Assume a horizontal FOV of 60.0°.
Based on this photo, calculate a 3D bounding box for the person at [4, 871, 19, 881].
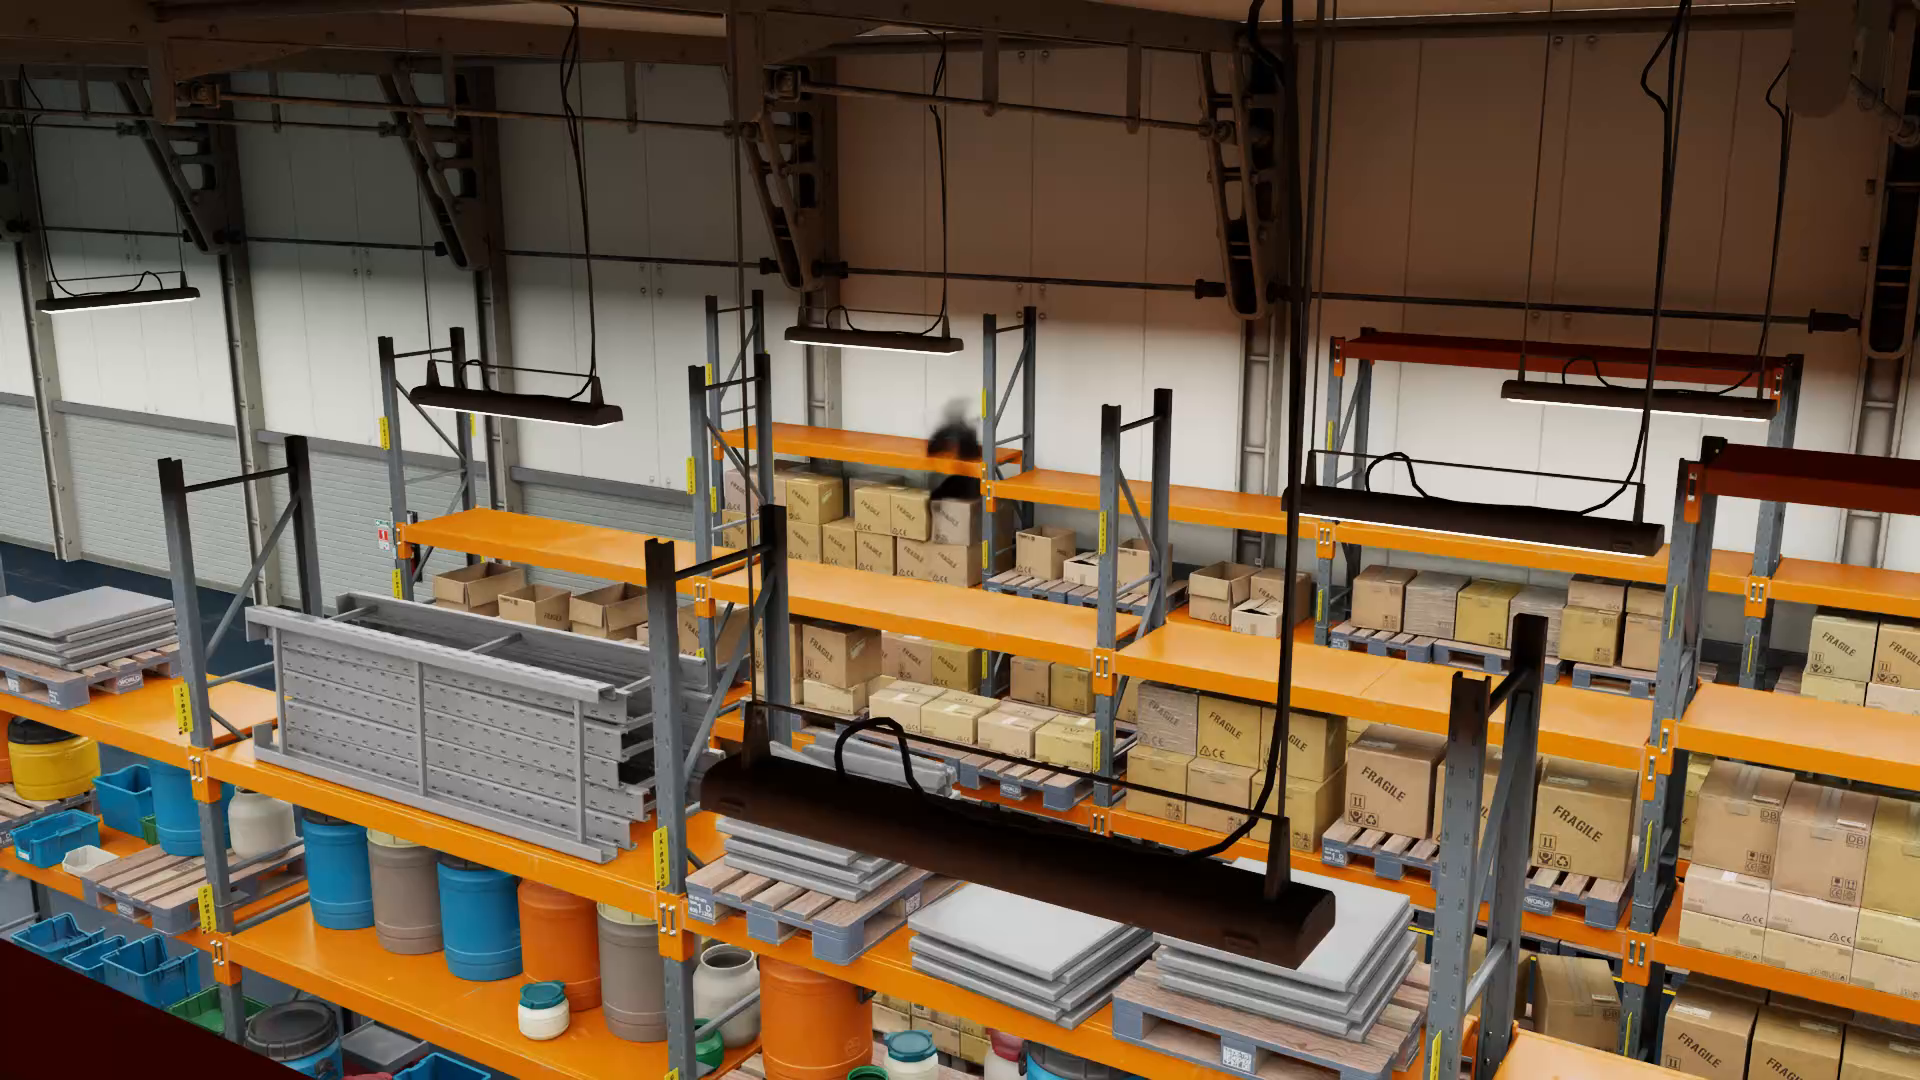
[{"bbox_3d":[-10.139,2.826,18.143,0.737,1.827,0.643,-10,17,-35],"label":"person"}]
